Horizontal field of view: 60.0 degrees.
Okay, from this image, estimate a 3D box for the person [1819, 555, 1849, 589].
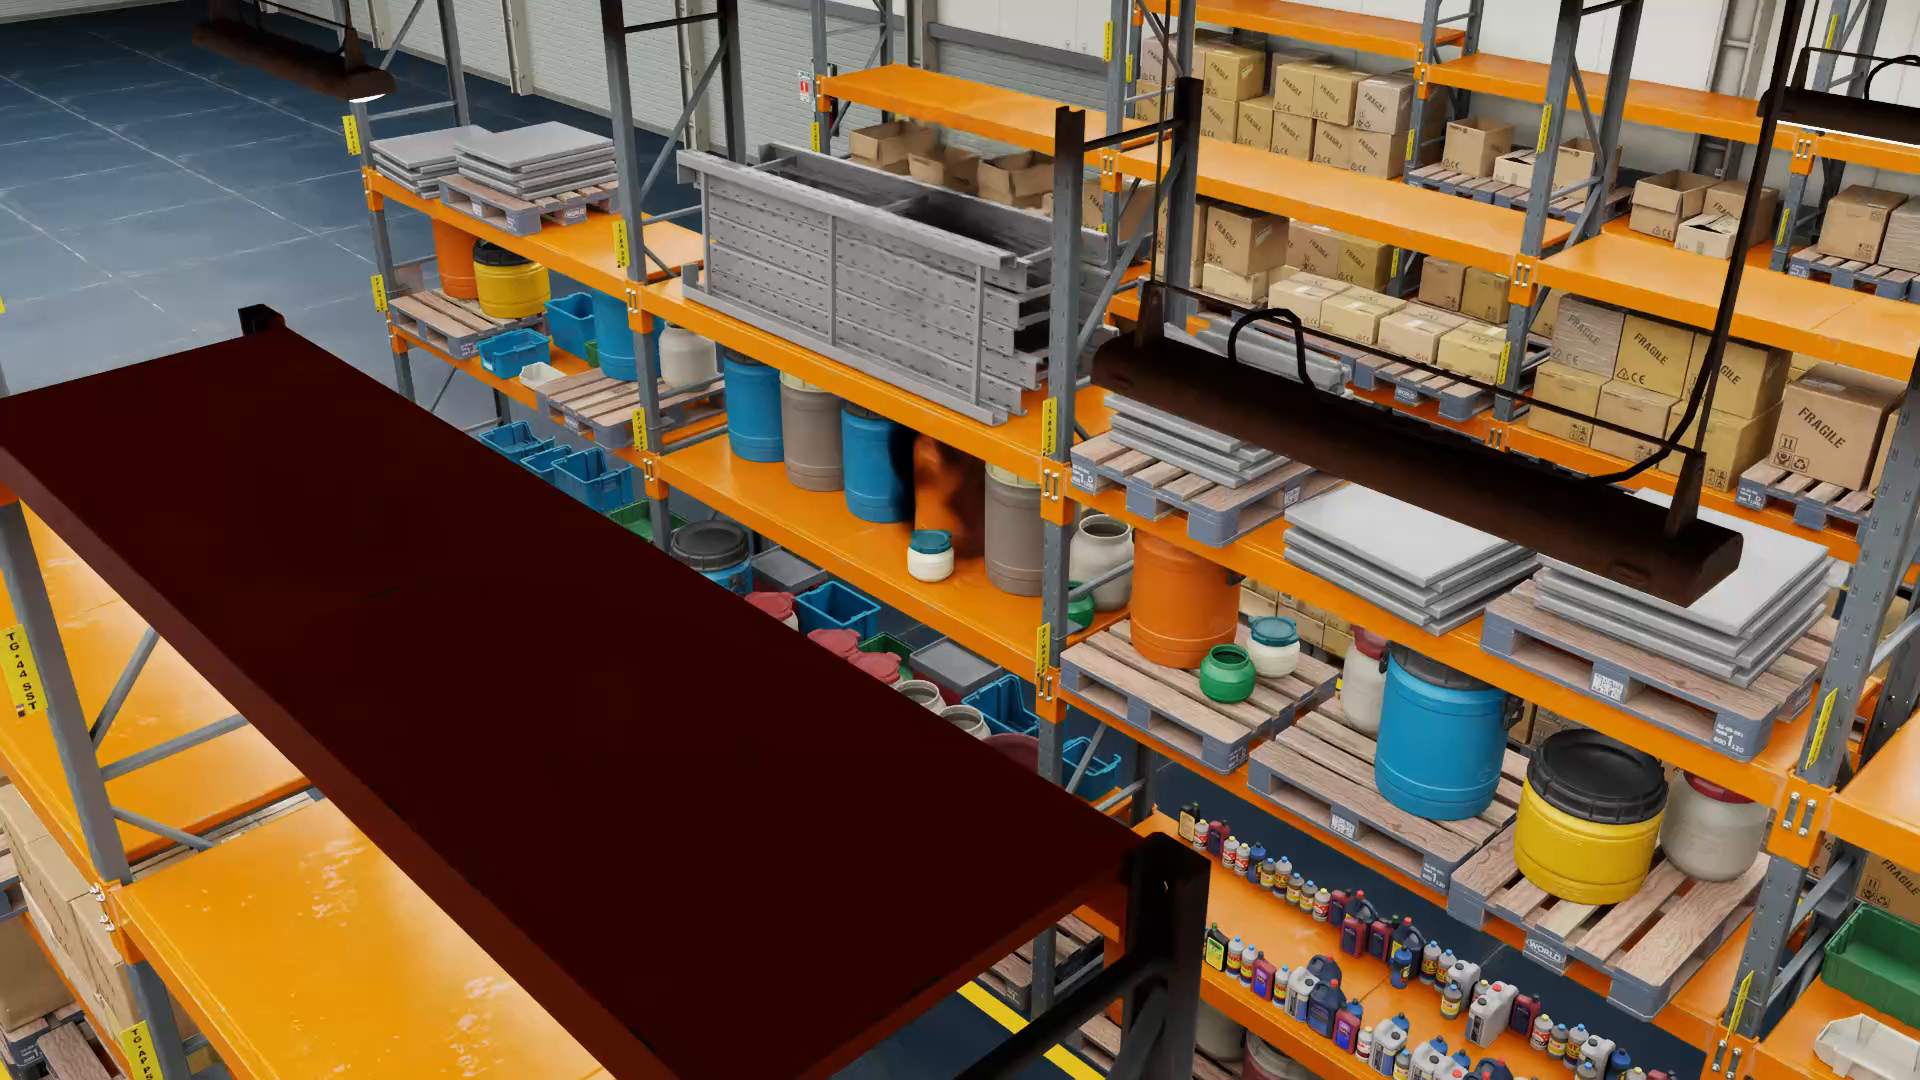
[{"bbox_3d":[7.481,0.335,14.368,0.915,1.750,0.667,22,35,35],"label":"person"}]
